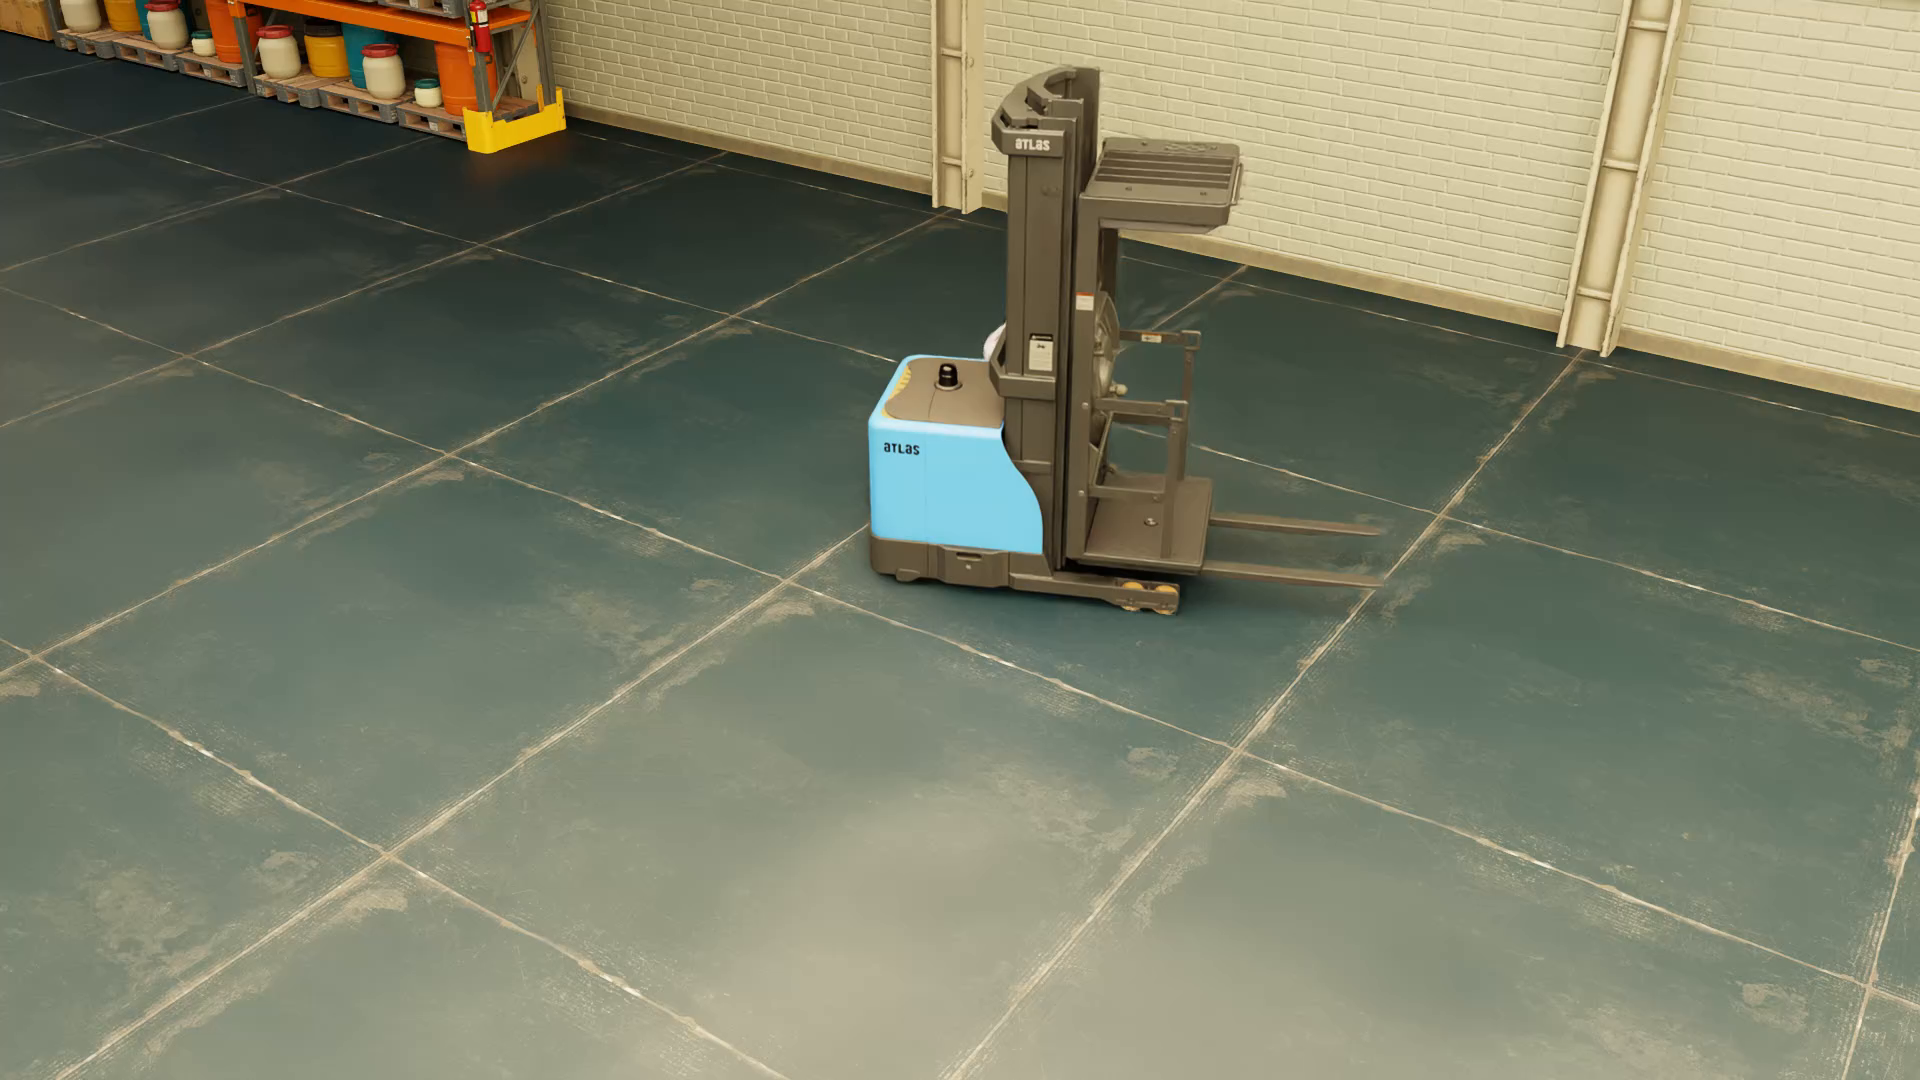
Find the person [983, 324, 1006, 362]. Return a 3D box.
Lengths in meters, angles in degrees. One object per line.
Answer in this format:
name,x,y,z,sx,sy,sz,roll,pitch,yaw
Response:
person,0.512,-0.879,10.744,1.014,1.386,0.898,-21,36,-31

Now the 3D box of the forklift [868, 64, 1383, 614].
forklift,1.024,-1.124,9.516,3.031,2.935,1.130,6,31,10
